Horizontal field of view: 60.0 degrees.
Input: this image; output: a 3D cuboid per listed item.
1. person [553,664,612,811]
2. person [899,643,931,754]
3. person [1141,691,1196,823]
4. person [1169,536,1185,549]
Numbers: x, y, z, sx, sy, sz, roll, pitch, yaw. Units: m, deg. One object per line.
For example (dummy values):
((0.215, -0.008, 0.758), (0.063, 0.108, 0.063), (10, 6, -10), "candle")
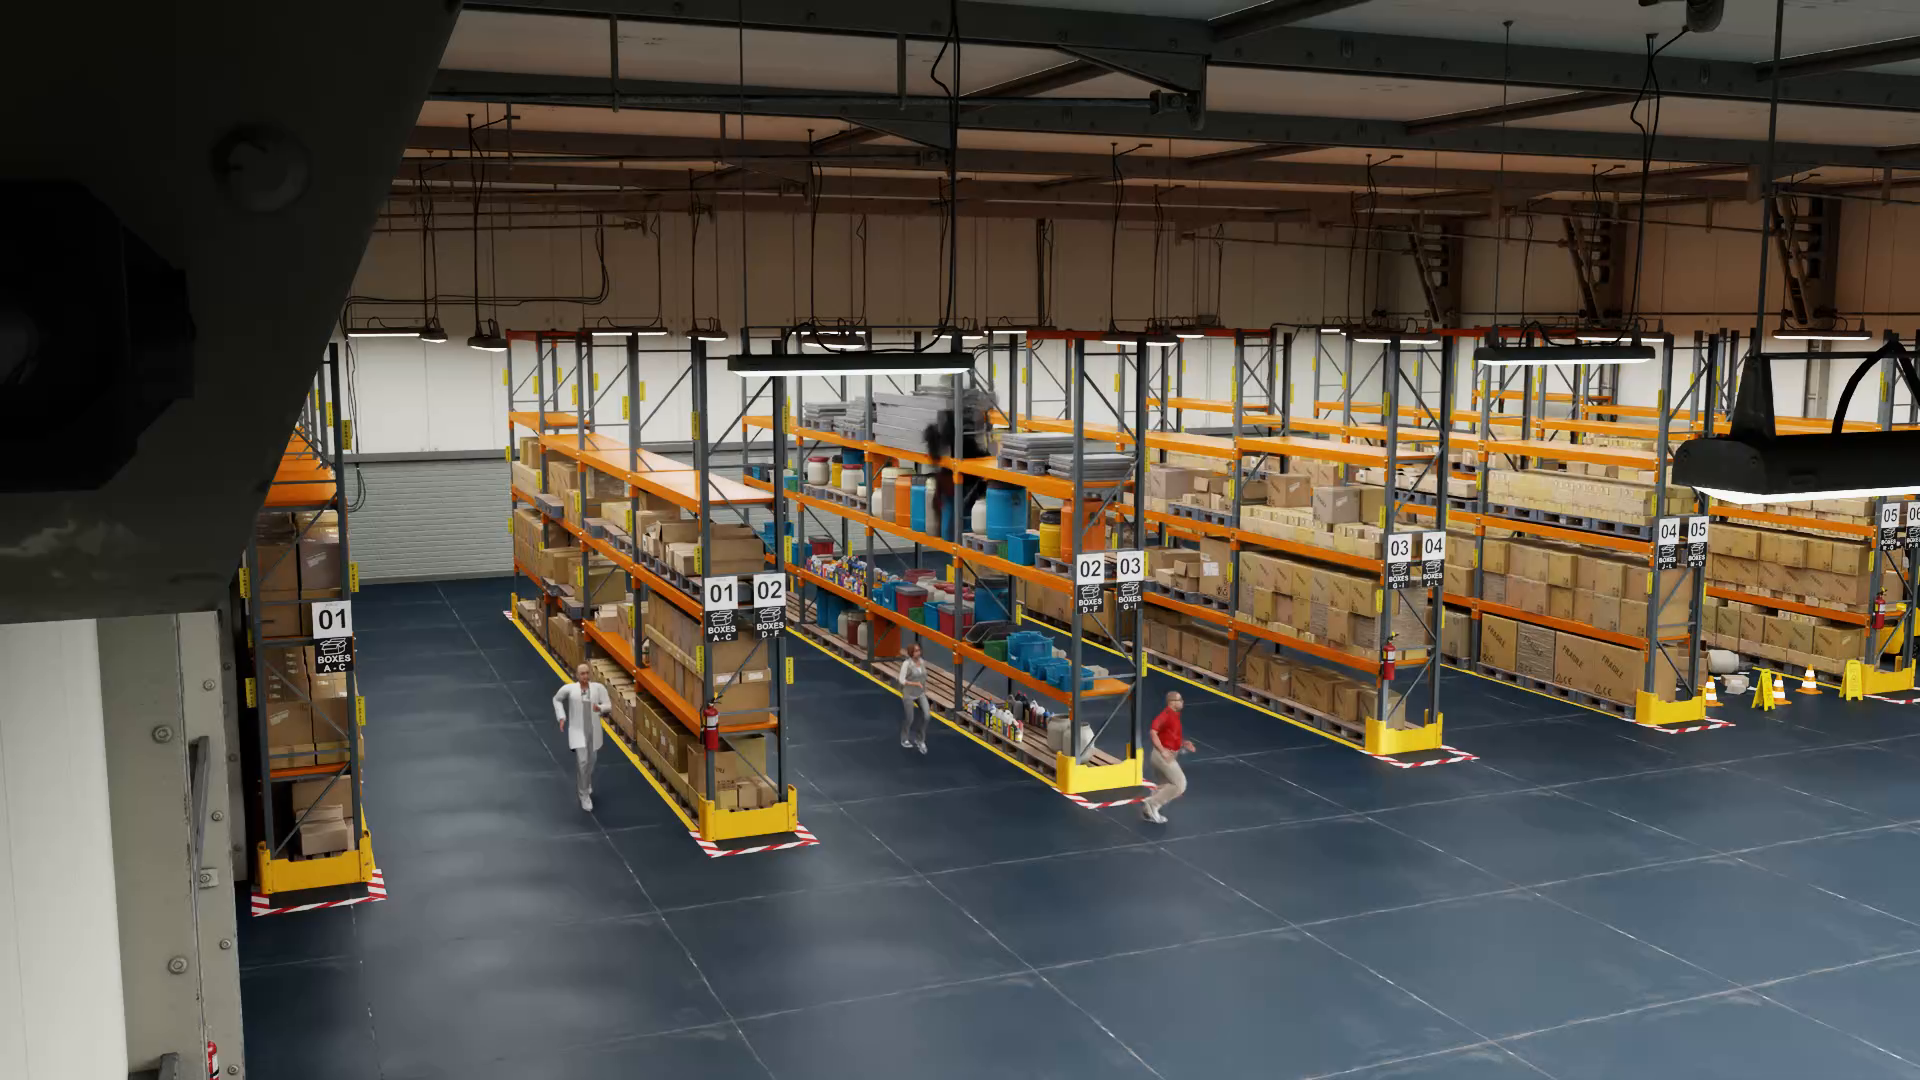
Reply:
((-4.874, 2.512, 21.598), (0.677, 1.836, 0.908), (-4, 9, -29), "person")
((-0.652, 2.255, 23.722), (0.525, 1.607, 0.678), (-5, 9, -32), "person")
((2.604, 2.703, 20.761), (0.653, 1.663, 0.670), (2, 8, 14), "person")
((5.479, -0.176, 41.570), (0.730, 1.740, 0.685), (3, 8, 19), "person")
